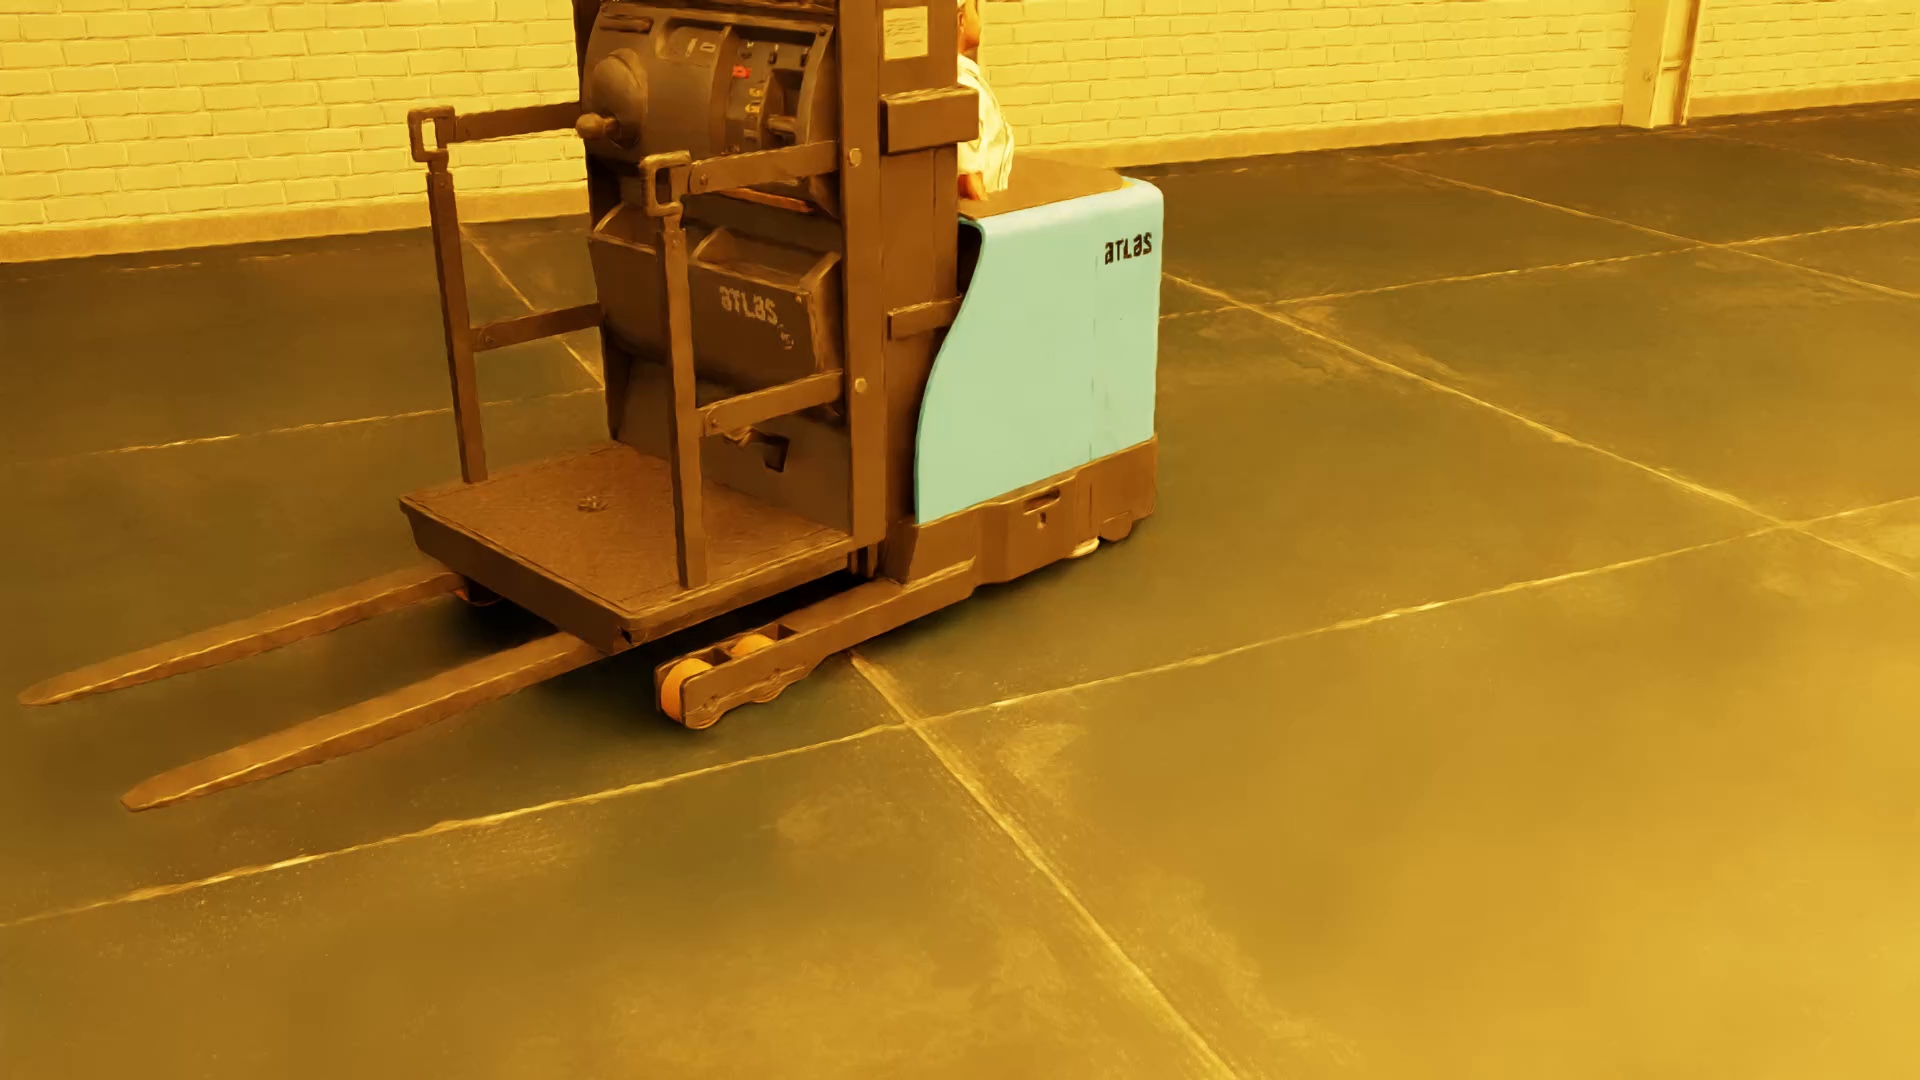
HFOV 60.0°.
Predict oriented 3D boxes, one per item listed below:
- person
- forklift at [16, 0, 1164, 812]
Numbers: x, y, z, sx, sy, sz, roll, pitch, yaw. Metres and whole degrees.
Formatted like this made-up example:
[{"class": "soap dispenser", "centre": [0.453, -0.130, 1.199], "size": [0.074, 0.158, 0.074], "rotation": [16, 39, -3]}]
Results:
[{"class": "person", "centre": [0.076, -0.794, 4.791], "size": [0.532, 1.693, 0.571], "rotation": [-10, 25, -23]}, {"class": "forklift", "centre": [-0.791, -1.121, 3.984], "size": [1.130, 2.935, 3.031], "rotation": [21, 30, 41]}]
